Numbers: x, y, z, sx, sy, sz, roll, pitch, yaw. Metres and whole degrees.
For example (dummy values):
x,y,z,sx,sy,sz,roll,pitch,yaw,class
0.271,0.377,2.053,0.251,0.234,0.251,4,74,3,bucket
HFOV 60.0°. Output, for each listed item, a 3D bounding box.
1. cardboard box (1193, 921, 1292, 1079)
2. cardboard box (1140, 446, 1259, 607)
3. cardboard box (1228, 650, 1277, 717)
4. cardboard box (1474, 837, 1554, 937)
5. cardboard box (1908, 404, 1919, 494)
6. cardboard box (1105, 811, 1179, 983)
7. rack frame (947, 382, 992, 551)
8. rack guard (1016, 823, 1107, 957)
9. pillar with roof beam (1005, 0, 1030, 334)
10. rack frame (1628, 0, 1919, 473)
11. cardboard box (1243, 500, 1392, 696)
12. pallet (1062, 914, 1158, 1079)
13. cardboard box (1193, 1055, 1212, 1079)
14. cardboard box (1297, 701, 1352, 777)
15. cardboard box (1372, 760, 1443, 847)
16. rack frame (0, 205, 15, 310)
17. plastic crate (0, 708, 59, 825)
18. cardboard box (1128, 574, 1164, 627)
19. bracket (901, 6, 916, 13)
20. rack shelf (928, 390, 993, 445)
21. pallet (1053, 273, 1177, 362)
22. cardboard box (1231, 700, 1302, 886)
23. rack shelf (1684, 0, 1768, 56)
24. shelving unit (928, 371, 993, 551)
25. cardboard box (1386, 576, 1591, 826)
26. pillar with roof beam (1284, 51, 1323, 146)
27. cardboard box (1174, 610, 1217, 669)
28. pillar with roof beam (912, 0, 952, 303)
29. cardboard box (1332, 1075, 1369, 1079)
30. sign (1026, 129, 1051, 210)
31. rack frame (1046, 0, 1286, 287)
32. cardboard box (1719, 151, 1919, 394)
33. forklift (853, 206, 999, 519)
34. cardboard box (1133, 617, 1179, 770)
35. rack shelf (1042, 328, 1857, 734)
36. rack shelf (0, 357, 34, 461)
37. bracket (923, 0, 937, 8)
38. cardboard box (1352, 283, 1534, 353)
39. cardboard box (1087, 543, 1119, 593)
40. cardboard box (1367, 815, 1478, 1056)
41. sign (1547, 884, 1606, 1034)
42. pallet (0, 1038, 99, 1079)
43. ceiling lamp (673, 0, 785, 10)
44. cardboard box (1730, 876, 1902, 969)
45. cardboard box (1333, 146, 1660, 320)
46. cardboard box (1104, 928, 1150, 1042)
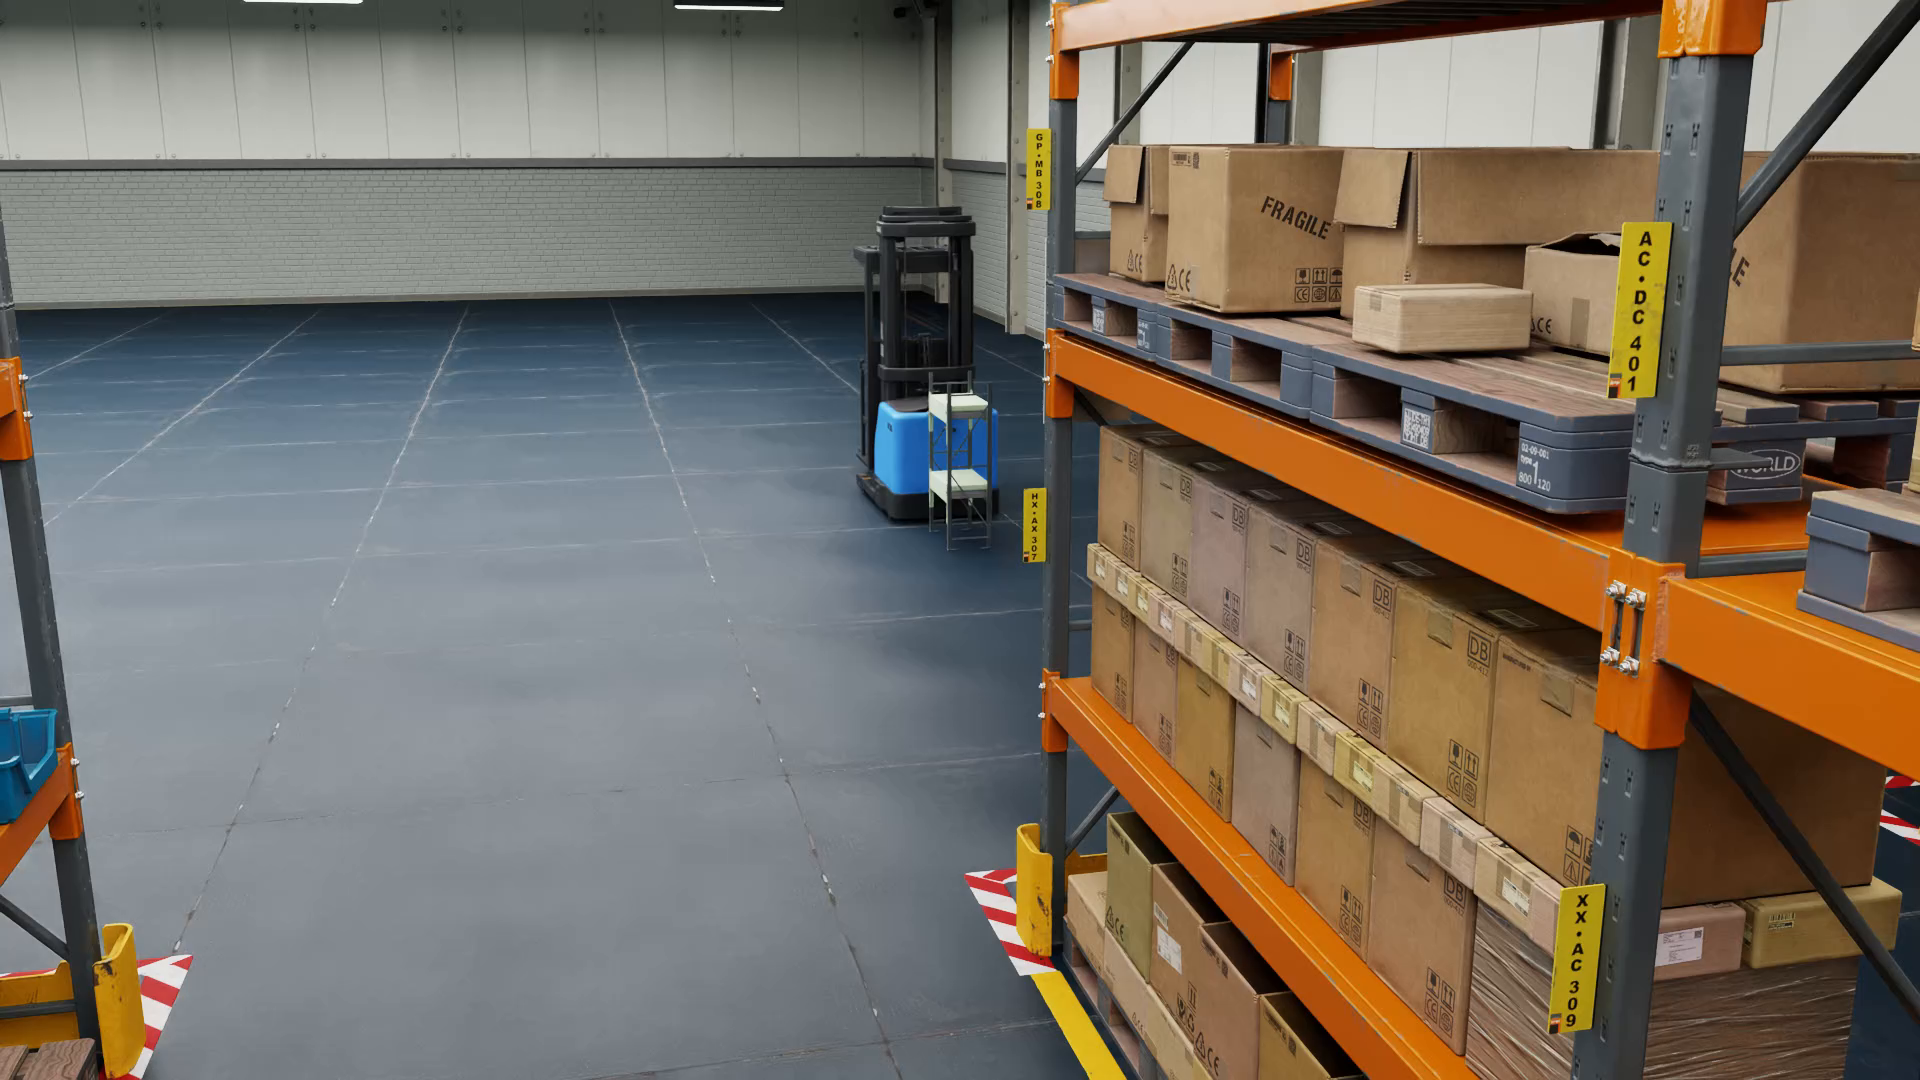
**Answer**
x,y,z,sx,sy,sz,roll,pitch,yaw,class
1.124,1.616,5.644,0.500,0.500,0.500,-3,14,-13,cardboard box
1.103,-0.071,6.275,0.700,0.500,0.500,-4,14,-15,cardboard box
1.108,0.460,5.470,0.380,0.149,0.250,-3,14,-13,cardboard box
1.476,0.817,4.006,0.380,0.149,0.250,-4,14,-14,cardboard box
1.939,-0.157,2.681,0.500,0.250,0.500,-2,14,-7,cardboard box
0.894,1.385,6.589,0.500,0.500,0.500,-3,14,-13,cardboard box
0.084,-0.646,14.733,0.400,1.500,0.023,-3,14,-13,rack frame
0.859,1.575,7.750,1.175,0.500,0.348,-3,14,-13,rack guard
-3.137,-8.008,29.068,9.100,9.000,0.400,-3,14,-13,pillar with roof beam
1.804,-1.625,2.941,1.000,3.000,0.127,-3,14,-13,rack frame
1.340,0.161,5.327,0.700,0.500,0.500,-3,14,-13,cardboard box
1.085,1.895,7.049,1.003,0.211,1.213,-3,14,-13,pallet
1.125,1.980,5.733,0.500,0.250,0.500,-3,14,-13,cardboard box
1.235,0.582,4.972,0.380,0.149,0.250,-3,14,-12,cardboard box
1.349,0.697,4.501,0.380,0.149,0.250,-3,14,-13,cardboard box
-3.951,-2.273,5.592,1.000,3.000,0.127,-3,14,-13,rack frame
-3.543,0.813,5.917,0.499,0.251,0.616,-3,14,-13,plastic crate
0.869,0.224,6.437,0.380,0.149,0.250,-3,14,-13,cardboard box
-1.222,-11.867,37.280,0.076,0.066,3.189,-3,14,-13,bracket
-0.002,-1.109,14.986,0.431,0.370,0.720,-3,14,-13,rack shelf
1.006,-0.883,6.411,1.003,0.211,1.213,-3,14,-13,pallet
1.328,0.783,5.514,0.700,0.500,0.500,-3,14,-11,cardboard box
2.274,-0.620,1.186,1.077,0.370,4.000,-3,14,-13,rack shelf
-0.002,-0.730,15.078,0.431,1.500,0.755,-3,14,-13,shelving unit
1.574,0.392,4.382,0.700,0.500,0.500,-3,14,-13,cardboard box
-0.319,-5.240,17.737,9.100,9.000,0.400,-3,14,-13,pillar with roof beam
0.991,0.343,5.947,0.380,0.149,0.250,-4,14,-15,cardboard box
-4.546,-9.393,34.734,9.100,9.000,0.548,-3,14,-13,pillar with roof beam
1.377,1.846,4.704,0.500,0.500,0.500,-3,14,-13,cardboard box
0.324,-1.524,6.840,0.100,0.325,0.005,-3,14,-13,sign
0.865,-2.548,6.718,1.000,3.000,0.127,-3,14,-13,rack frame
1.942,-0.620,3.755,0.500,0.500,0.500,-2,14,-9,cardboard box
-0.463,-1.923,16.947,1.130,2.935,3.031,-3,14,-13,forklift
1.090,0.547,6.480,0.700,0.500,0.500,-3,14,-12,cardboard box
1.334,-0.280,5.271,1.077,0.370,4.000,-3,14,-13,rack shelf
-3.481,-0.005,4.145,1.077,0.370,4.000,-3,14,-13,rack shelf
-0.609,-11.266,34.816,0.235,0.232,0.430,-3,14,-13,bracket
1.255,-0.581,4.337,0.380,0.149,0.250,-3,14,-13,cardboard box
0.747,0.105,6.922,0.380,0.149,0.250,-3,14,-14,cardboard box
1.564,1.017,4.556,0.700,0.500,0.500,-3,14,-14,cardboard box
1.265,0.861,3.413,0.100,0.325,0.005,-3,14,-13,sign
-3.702,2.199,5.805,1.003,0.211,1.213,-3,14,-13,pallet
-4.276,-11.300,30.243,2.000,3.185,0.800,-3,14,-13,ceiling lamp
1.929,0.853,3.862,0.380,0.149,0.250,-3,14,-13,cardboard box
1.540,-0.877,4.802,0.797,0.503,0.637,-2,14,-7,cardboard box
0.895,1.749,6.678,0.500,0.250,0.500,-3,14,-13,cardboard box
